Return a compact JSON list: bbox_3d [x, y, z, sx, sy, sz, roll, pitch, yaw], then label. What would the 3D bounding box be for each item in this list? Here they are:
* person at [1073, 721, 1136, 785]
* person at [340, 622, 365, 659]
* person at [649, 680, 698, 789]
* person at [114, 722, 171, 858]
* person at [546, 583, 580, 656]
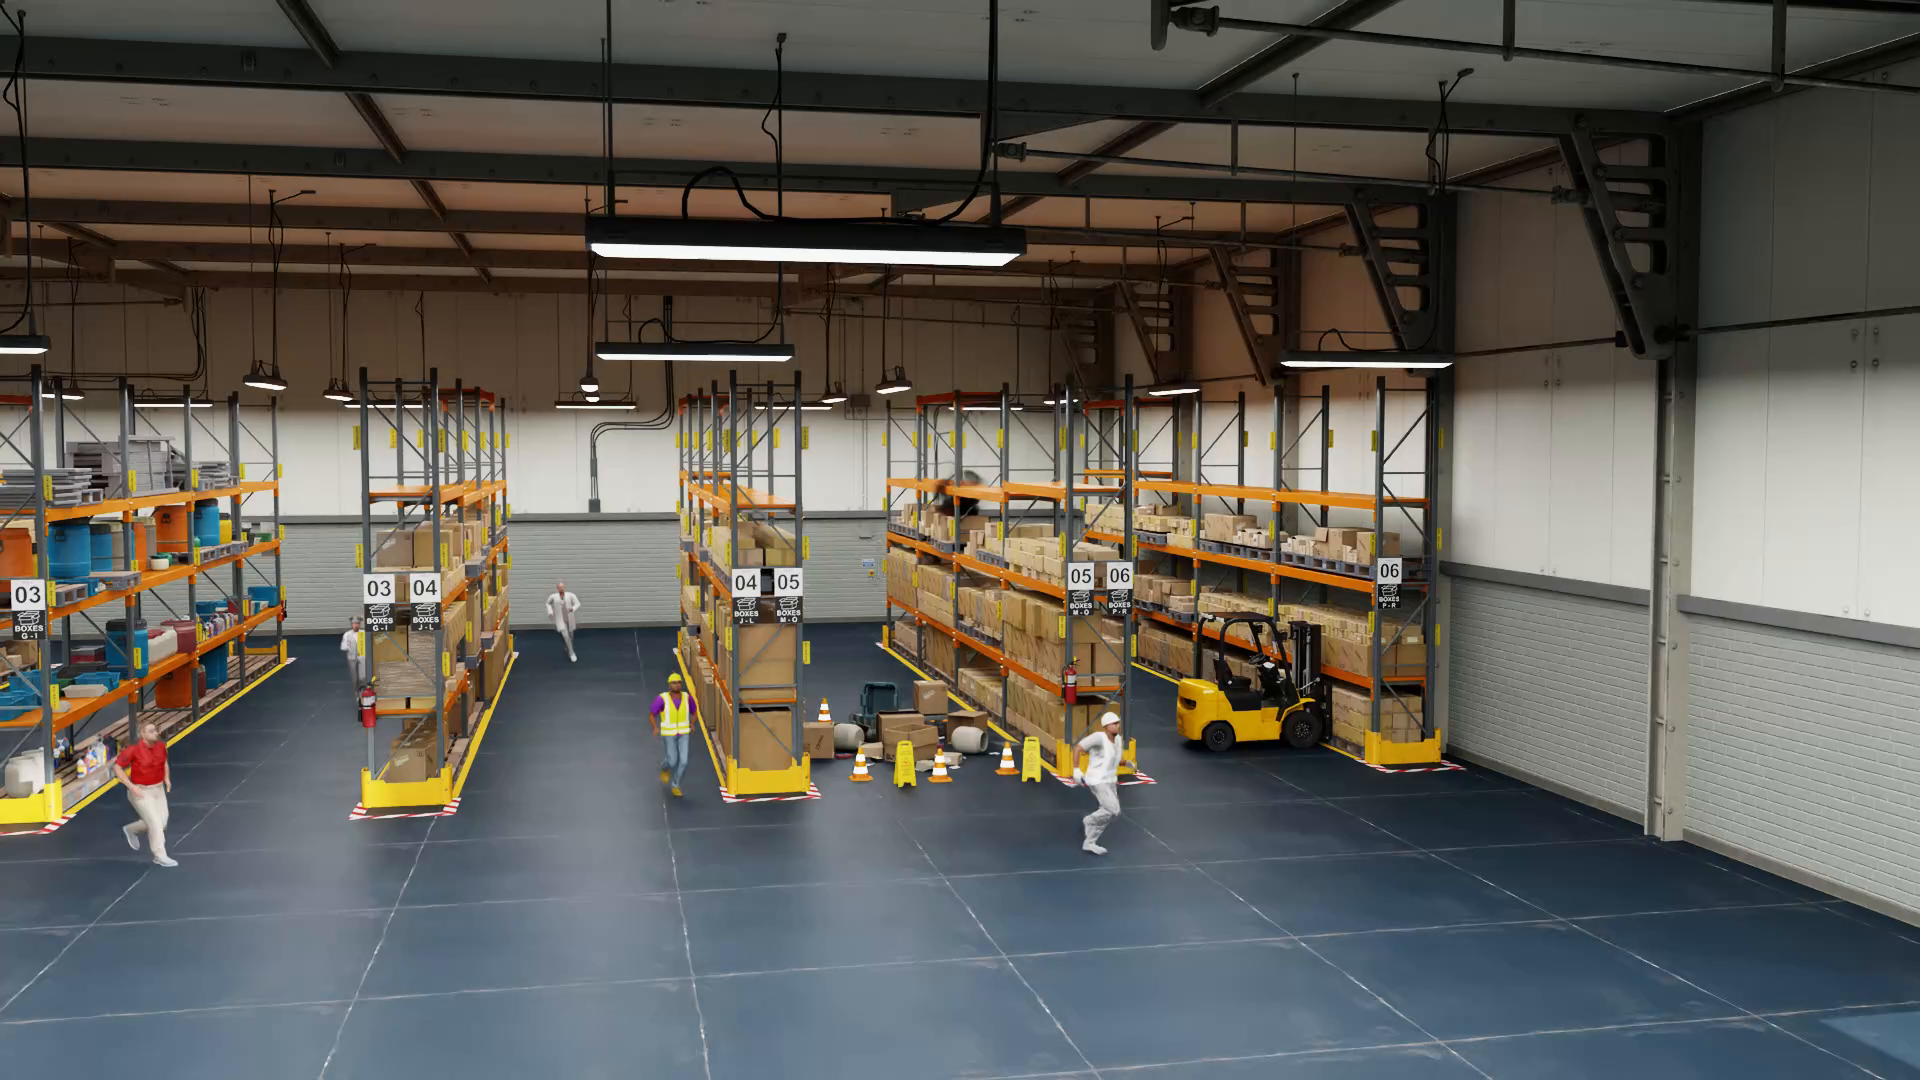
[{"bbox_3d":[1.803,2.539,20.044,0.608,0.843,0.732,3,4,40],"label":"person"},{"bbox_3d":[-11.373,1.858,31.366,0.594,0.769,0.482,-1,3,-12],"label":"person"},{"bbox_3d":[-4.034,2.730,23.569,0.700,1.614,0.535,-1,4,-24],"label":"person"},{"bbox_3d":[-13.561,2.094,20.376,8.407,3.254,2.223,1,4,22],"label":"person"},{"bbox_3d":[-9.075,1.798,38.057,0.738,1.671,0.825,-1,4,-22],"label":"person"}]
